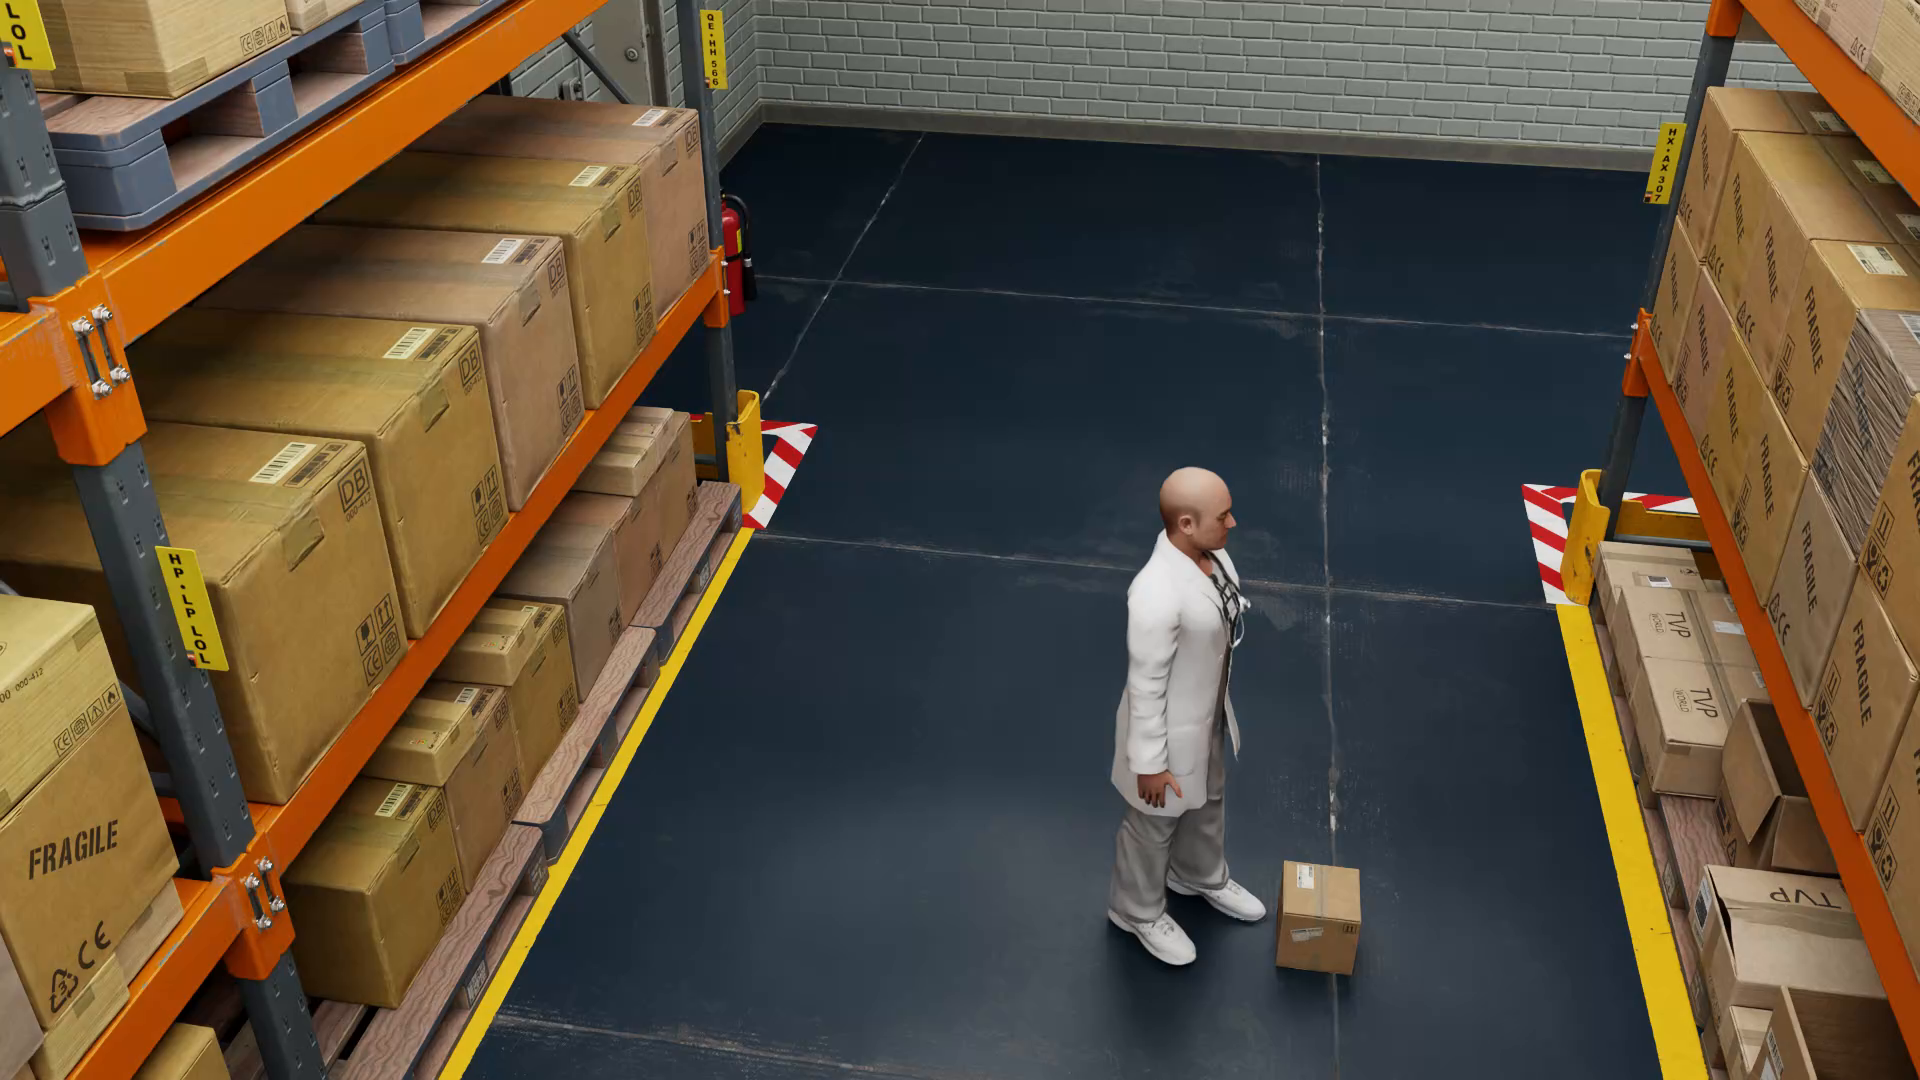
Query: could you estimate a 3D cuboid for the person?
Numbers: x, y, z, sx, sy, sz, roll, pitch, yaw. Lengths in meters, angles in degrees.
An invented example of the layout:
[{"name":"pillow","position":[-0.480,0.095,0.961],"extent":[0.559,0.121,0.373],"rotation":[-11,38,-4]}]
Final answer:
[{"name":"person","position":[0.740,0.590,5.201],"extent":[0.494,1.798,0.637],"rotation":[15,35,22]}]
